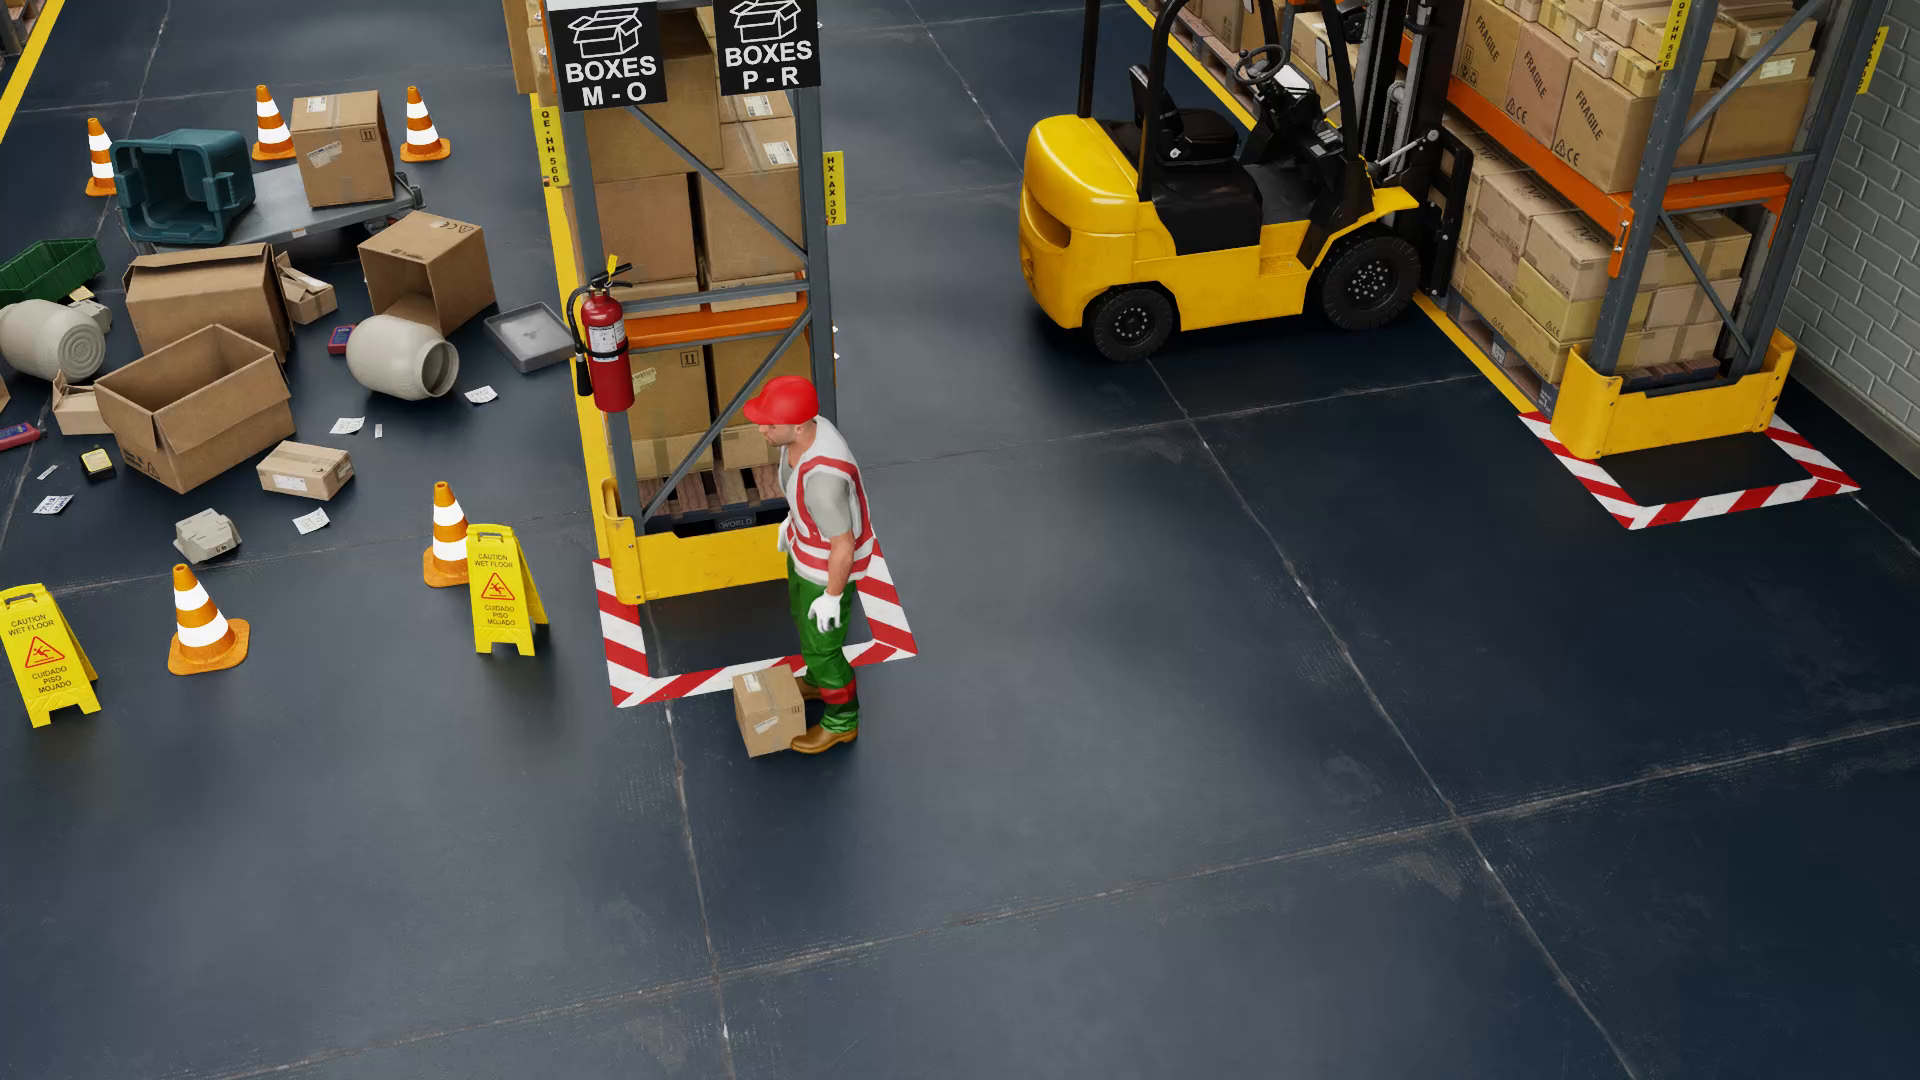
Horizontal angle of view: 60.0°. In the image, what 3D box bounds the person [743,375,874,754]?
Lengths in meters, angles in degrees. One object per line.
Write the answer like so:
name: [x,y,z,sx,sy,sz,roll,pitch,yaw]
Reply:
person: [-0.582,0.089,6.589,0.453,1.778,0.617,-12,39,-15]
